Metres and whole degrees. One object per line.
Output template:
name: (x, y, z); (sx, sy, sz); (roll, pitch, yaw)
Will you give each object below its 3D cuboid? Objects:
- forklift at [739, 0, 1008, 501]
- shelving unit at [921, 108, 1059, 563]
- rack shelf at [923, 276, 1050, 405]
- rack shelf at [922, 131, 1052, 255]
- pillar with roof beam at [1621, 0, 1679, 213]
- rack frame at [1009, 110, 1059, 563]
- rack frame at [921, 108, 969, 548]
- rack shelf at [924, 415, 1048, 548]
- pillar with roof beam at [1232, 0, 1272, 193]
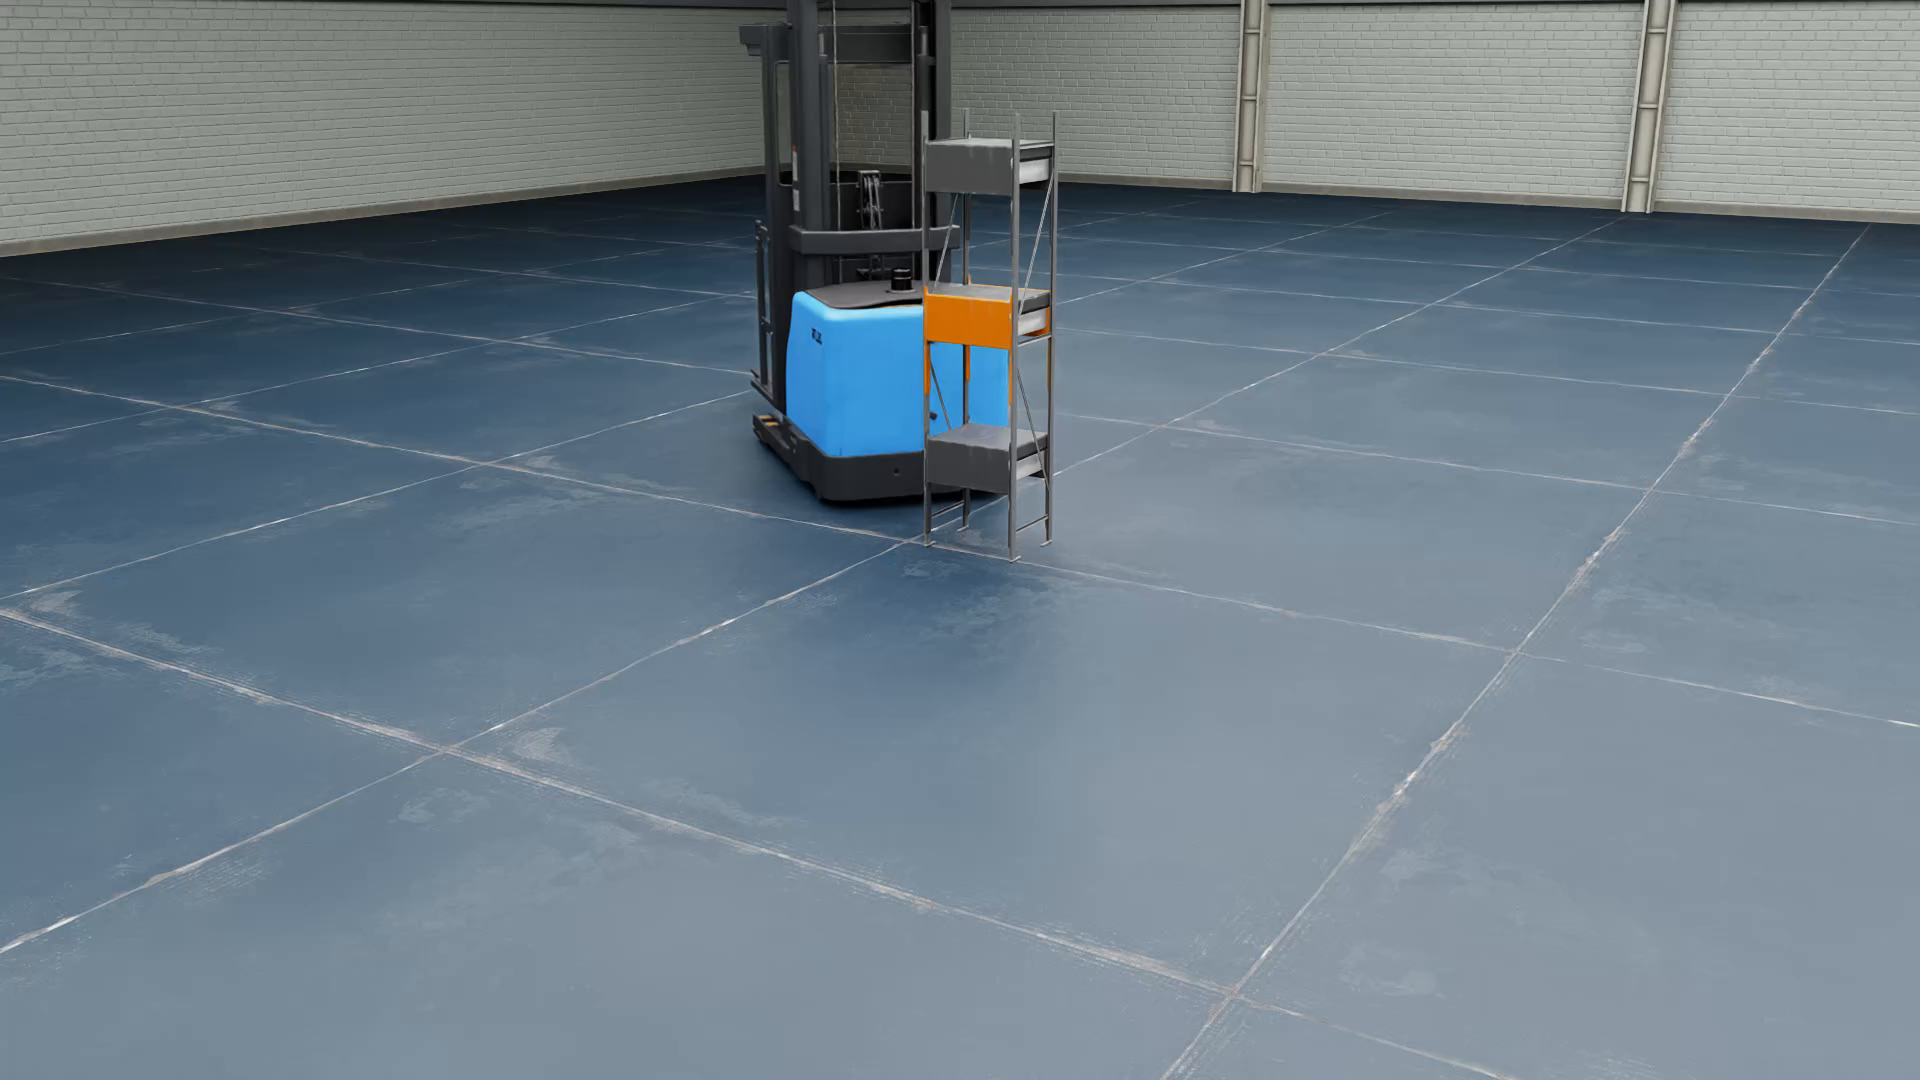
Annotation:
forklift: (-0.661, -1.996, 9.910); (1.130, 2.935, 3.031); (-5, 18, -17)
shelving unit: (0.141, -0.979, 7.993); (0.503, 2.100, 0.431); (10, 20, 30)
rack shelf: (0.141, -0.966, 7.997); (0.480, 0.518, 0.431); (10, 20, 30)
rack shelf: (0.141, -1.636, 7.794); (0.480, 0.518, 0.431); (10, 20, 30)
pillar with roof beam: (7.522, -7.984, 19.183); (0.400, 9.000, 9.100); (10, 20, 30)
rack frame: (0.349, -0.942, 7.871); (0.015, 2.100, 0.400); (10, 20, 30)
rack frame: (-0.067, -1.017, 8.115); (0.015, 2.100, 0.400); (10, 20, 30)
rack shelf: (0.141, -0.297, 8.201); (0.480, 0.518, 0.431); (10, 20, 30)
pillar with roof beam: (2.410, -8.897, 22.187); (0.400, 9.000, 9.100); (10, 20, 30)
